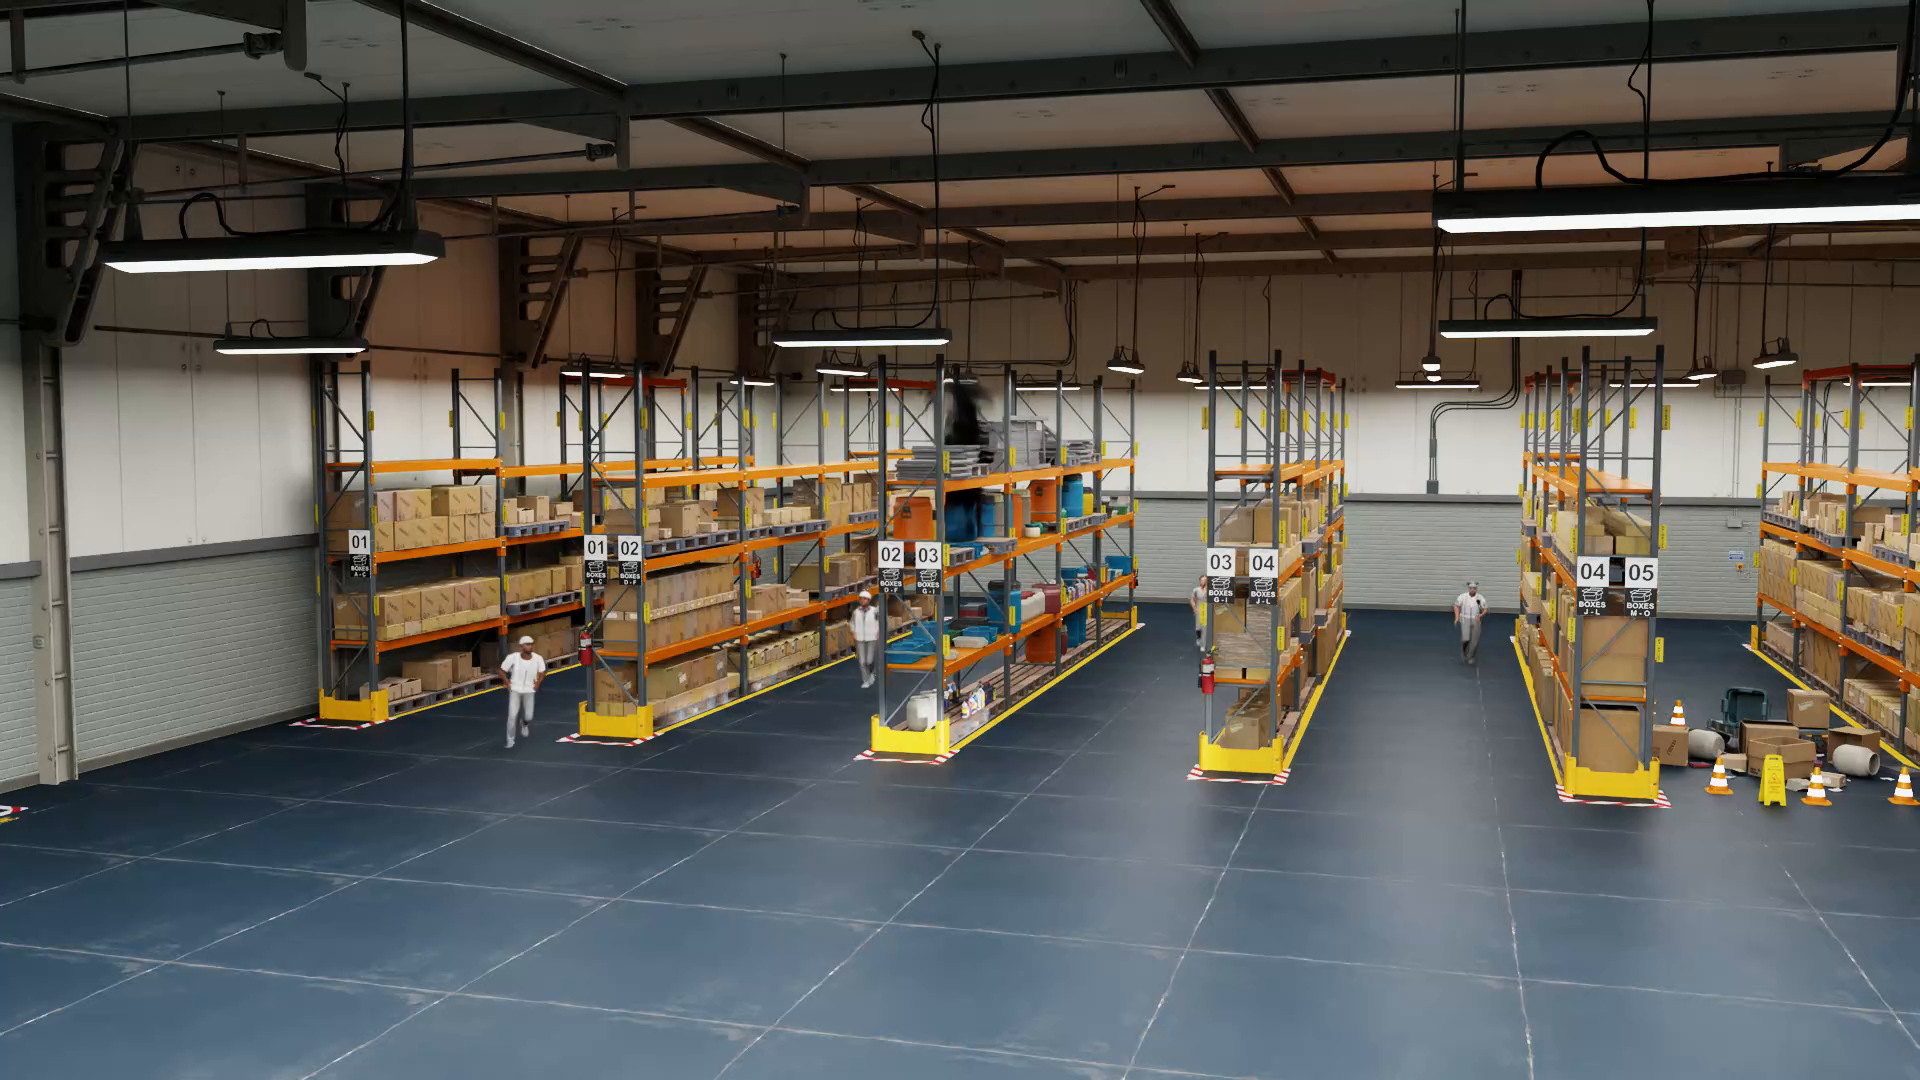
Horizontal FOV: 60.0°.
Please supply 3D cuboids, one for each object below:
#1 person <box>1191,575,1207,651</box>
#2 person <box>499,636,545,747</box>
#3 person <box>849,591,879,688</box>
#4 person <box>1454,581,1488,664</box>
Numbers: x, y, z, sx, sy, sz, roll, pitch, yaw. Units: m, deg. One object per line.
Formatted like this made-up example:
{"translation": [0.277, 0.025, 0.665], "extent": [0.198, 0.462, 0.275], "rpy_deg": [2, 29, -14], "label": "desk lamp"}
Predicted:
{"translation": [5.342, 1.592, 36.400], "extent": [0.585, 1.646, 0.594], "rpy_deg": [1, 4, 10], "label": "person"}
{"translation": [-6.783, 2.326, 25.808], "extent": [0.711, 1.688, 0.580], "rpy_deg": [-2, 4, -22], "label": "person"}
{"translation": [-1.665, 1.748, 29.529], "extent": [0.671, 1.674, 0.512], "rpy_deg": [1, 4, 11], "label": "person"}
{"translation": [10.487, 1.694, 34.132], "extent": [0.648, 1.728, 0.674], "rpy_deg": [1, 4, 13], "label": "person"}
